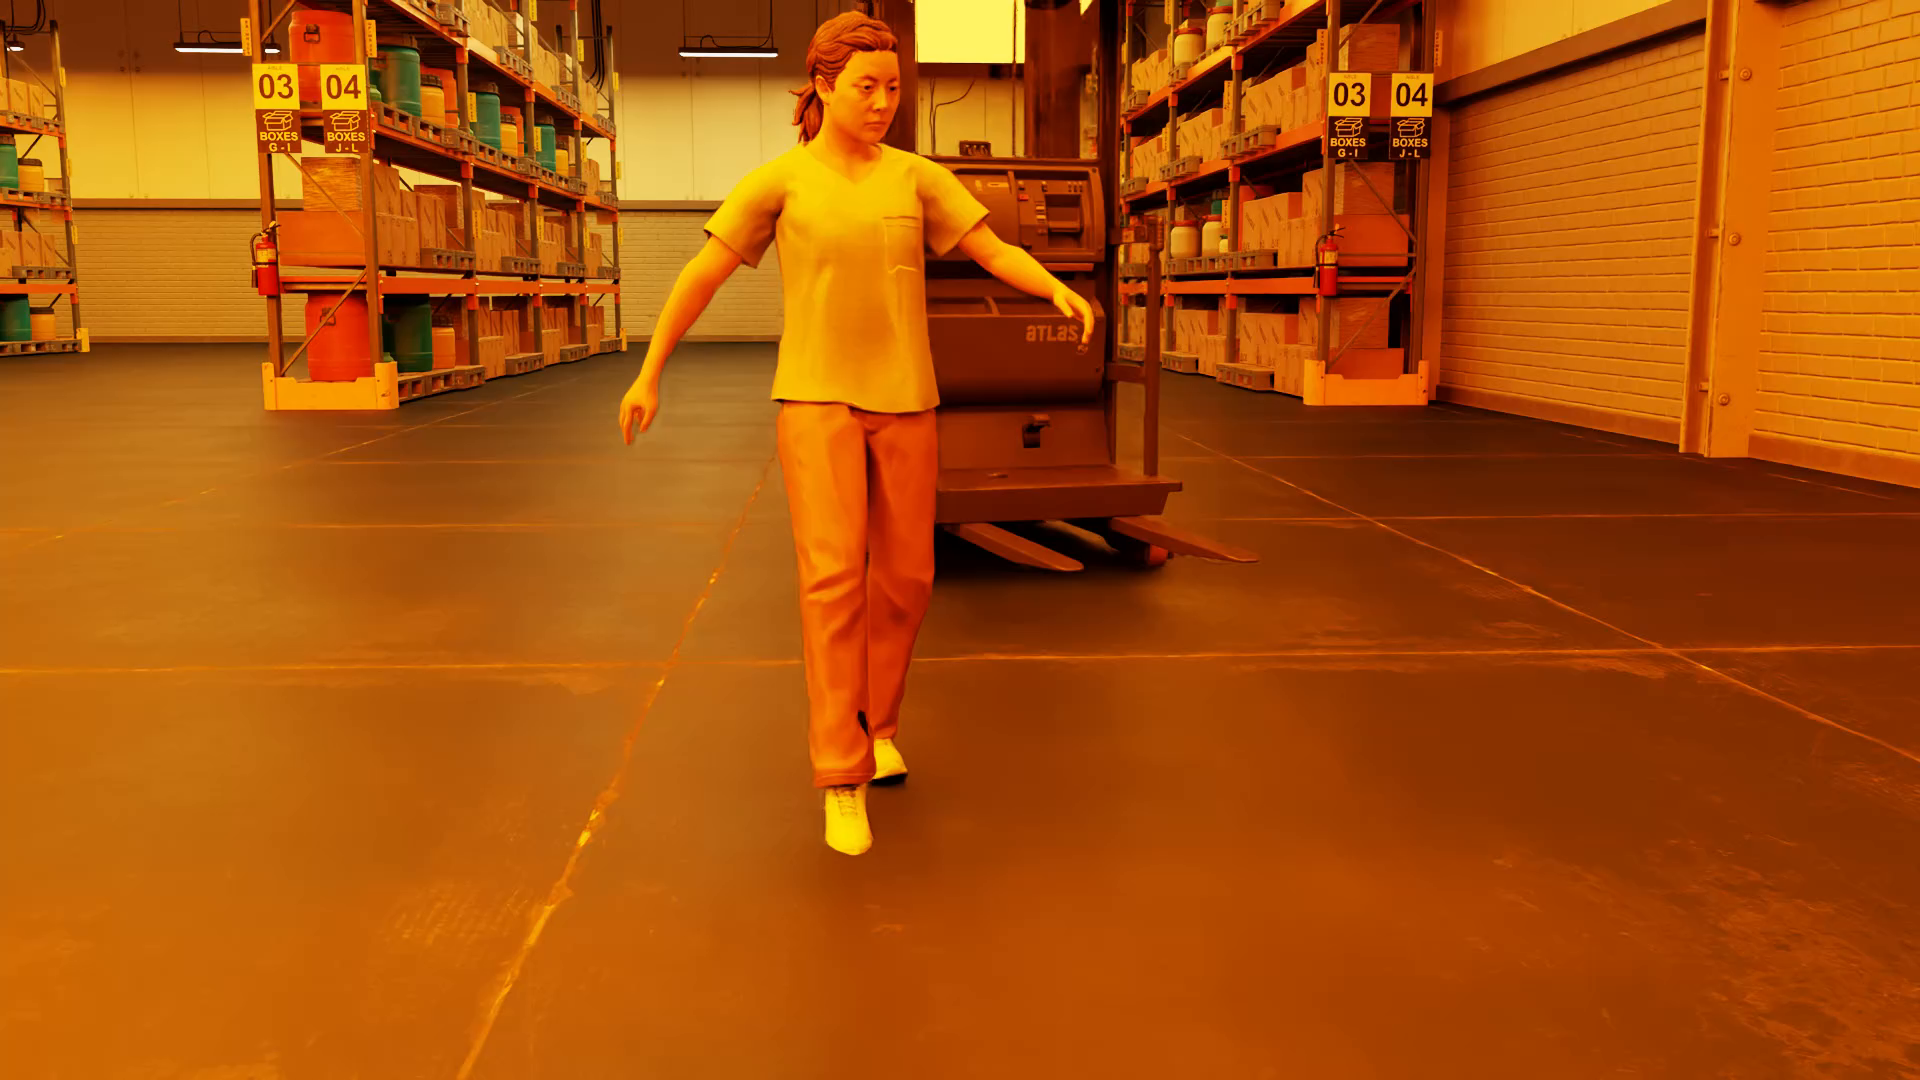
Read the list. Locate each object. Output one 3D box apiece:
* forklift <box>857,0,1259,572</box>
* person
[{"bbox_3d":[0.201,-1.362,6.506,1.130,2.935,3.031,-3,9,-17],"label":"forklift"},{"bbox_3d":[-0.226,-0.248,3.457,0.898,1.670,0.706,-3,9,-19],"label":"person"}]
